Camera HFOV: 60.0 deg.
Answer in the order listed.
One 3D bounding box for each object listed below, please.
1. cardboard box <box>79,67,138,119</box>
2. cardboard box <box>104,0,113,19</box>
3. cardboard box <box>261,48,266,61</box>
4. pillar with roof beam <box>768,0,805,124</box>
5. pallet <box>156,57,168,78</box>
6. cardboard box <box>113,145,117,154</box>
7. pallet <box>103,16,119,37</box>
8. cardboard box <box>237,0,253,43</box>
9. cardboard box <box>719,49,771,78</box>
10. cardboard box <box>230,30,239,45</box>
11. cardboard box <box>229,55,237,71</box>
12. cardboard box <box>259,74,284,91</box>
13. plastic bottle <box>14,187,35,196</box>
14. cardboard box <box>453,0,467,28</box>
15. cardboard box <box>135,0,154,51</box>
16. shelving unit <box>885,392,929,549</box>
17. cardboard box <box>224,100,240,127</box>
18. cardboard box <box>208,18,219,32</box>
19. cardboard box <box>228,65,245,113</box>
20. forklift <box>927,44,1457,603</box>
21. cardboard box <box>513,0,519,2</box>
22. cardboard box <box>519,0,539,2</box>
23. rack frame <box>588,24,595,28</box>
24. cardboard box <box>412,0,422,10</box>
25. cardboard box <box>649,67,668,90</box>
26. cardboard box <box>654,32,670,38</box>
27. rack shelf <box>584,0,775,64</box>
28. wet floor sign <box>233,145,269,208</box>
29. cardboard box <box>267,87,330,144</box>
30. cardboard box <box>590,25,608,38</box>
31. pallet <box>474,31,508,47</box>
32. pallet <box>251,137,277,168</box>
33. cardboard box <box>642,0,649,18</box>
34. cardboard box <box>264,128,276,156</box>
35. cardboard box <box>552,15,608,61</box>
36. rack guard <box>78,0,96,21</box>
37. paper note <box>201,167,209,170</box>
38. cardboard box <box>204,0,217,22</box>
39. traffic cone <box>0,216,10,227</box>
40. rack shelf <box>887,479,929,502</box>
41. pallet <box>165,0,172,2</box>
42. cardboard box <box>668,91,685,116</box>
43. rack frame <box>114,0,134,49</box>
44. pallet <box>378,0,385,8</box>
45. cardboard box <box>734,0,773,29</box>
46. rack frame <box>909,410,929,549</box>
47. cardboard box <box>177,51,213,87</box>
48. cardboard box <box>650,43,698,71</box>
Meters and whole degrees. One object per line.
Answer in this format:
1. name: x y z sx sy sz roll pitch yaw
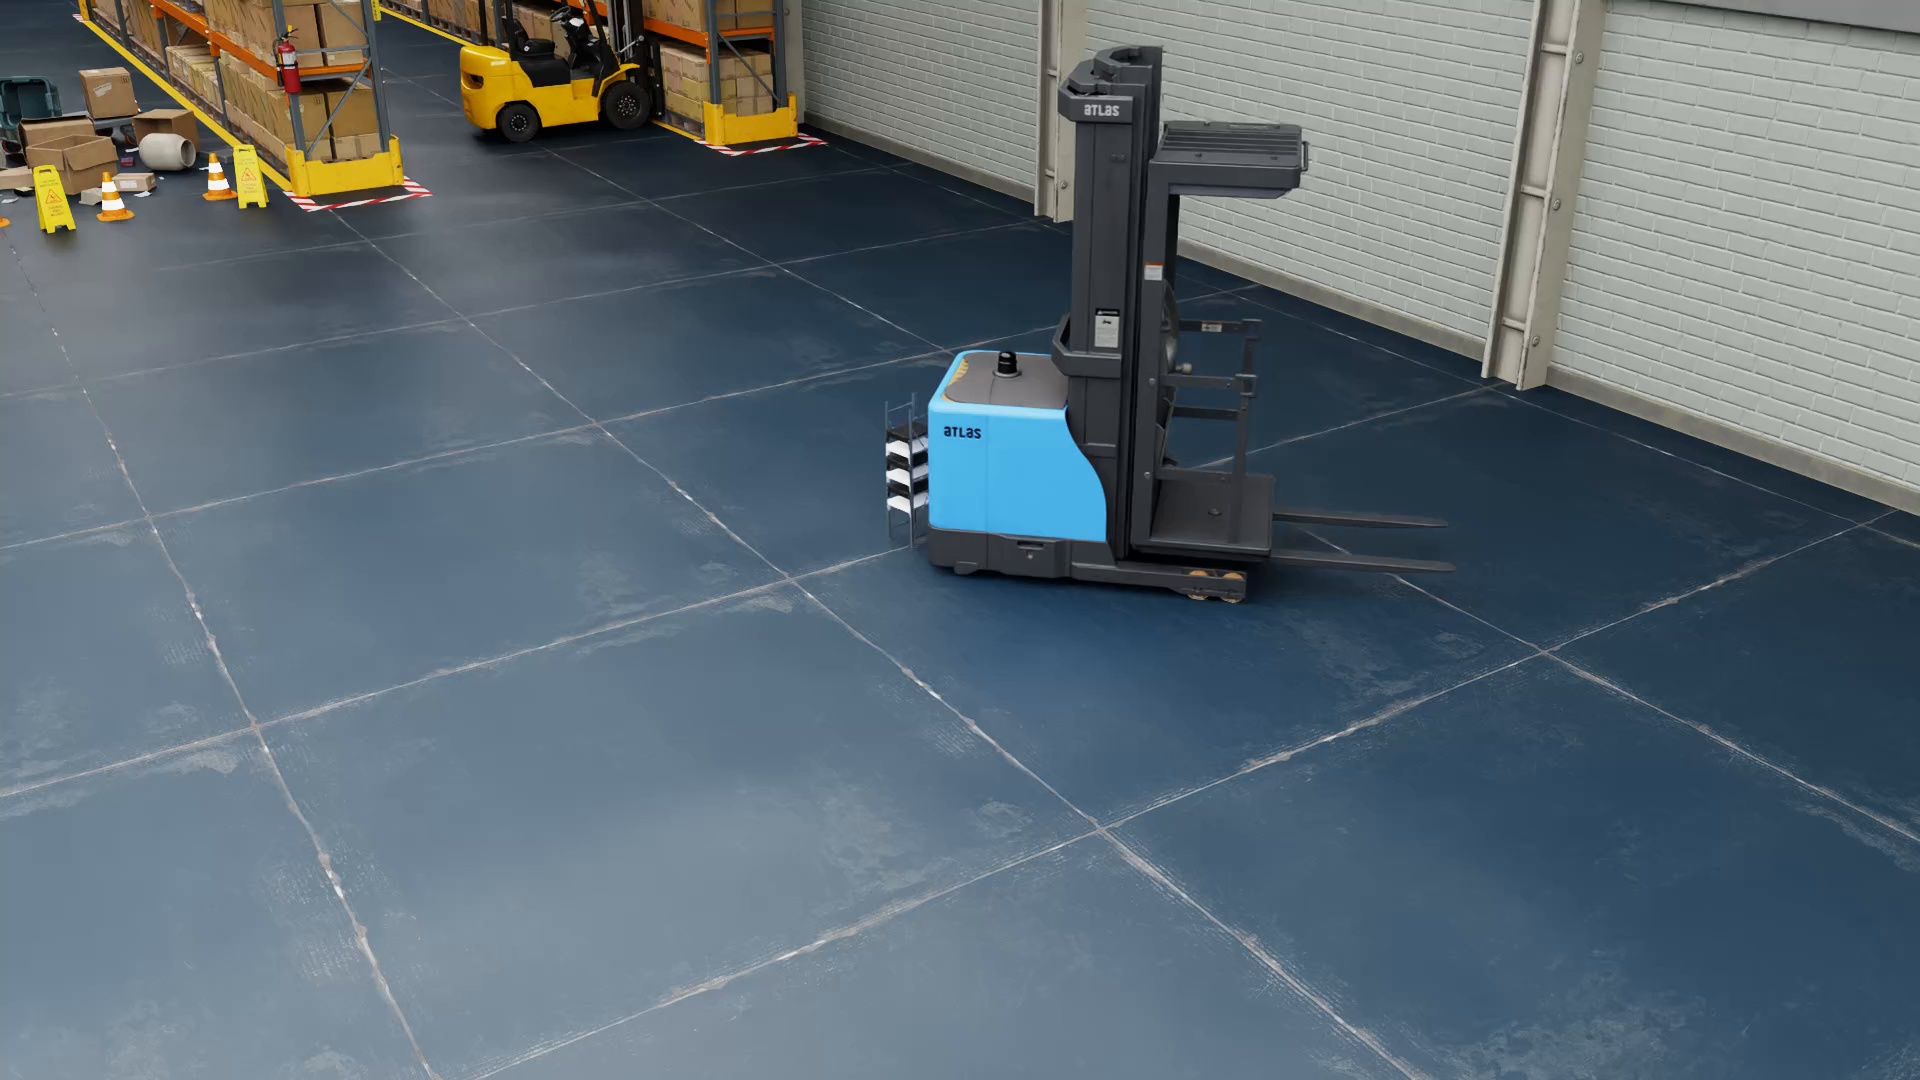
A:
1. cardboard box: -10.450 -5.491 20.408 0.500 0.500 0.500 -16 29 -30
2. cardboard box: -14.575 -9.489 29.347 0.875 0.438 0.875 -15 29 -28
3. cardboard box: -7.528 -5.405 18.480 0.380 0.149 0.250 -16 30 -30
4. pillar with roof beam: -5.867 -8.600 17.927 9.100 9.000 0.400 -16 29 -30
5. pallet: -11.526 -7.173 25.198 1.003 0.211 1.213 -16 29 -30
6. cardboard box: -10.329 -4.676 19.844 0.396 0.266 0.258 7 26 15
7. pallet: -14.362 -9.031 29.134 1.003 0.211 1.213 -16 29 -30
8. cardboard box: -7.858 -5.943 18.860 0.500 0.500 0.500 -16 29 -30
9. cardboard box: -2.739 -6.046 21.102 0.500 0.250 0.500 -16 30 -30
10. cardboard box: -8.382 -5.943 19.620 0.380 0.149 0.250 -15 29 -29
11. cardboard box: -8.579 -5.767 20.043 0.380 0.149 0.250 -14 29 -28
12. cardboard box: -7.704 -5.194 18.829 0.380 0.149 0.250 -15 29 -28
13. plastic bottle: -10.325 -3.845 18.323 0.283 0.061 0.133 18 31 33
14. cardboard box: -8.265 -9.003 28.244 0.500 0.500 0.500 -17 30 -31
15. cardboard box: -12.437 -8.270 26.252 0.875 0.875 0.875 -15 29 -28
16. shelving unit: -0.286 -0.418 10.081 0.210 0.900 0.258 23 33 39
17. cardboard box: -8.879 -5.377 20.855 0.500 0.250 0.500 -17 30 -32
18. cardboard box: -9.072 -6.403 20.594 0.380 0.149 0.250 -16 29 -30
19. cardboard box: -8.577 -5.527 20.295 0.500 0.500 0.500 -14 29 -28
20. forklift: 1.373 -1.214 9.388 3.031 2.935 1.130 5 26 10
21. cardboard box: -7.249 -8.749 27.705 0.500 0.500 0.500 -15 29 -29
22. cardboard box: -7.026 -8.905 27.276 0.380 0.149 0.250 -14 29 -27
23. rack frame: -4.818 -7.862 23.391 1.000 3.000 0.127 -16 29 -30
24. cardboard box: -9.736 -9.755 30.248 0.380 0.149 0.250 -17 30 -31
25. cardboard box: -3.727 -6.067 21.731 0.500 0.250 0.500 -16 30 -31
26. cardboard box: -3.834 -6.768 22.631 0.500 0.250 0.500 -15 29 -29
27. rack shelf: -3.727 -6.822 22.029 1.077 0.370 4.000 -16 29 -30
28. wet floor sign: -7.584 -3.891 17.737 0.267 0.644 0.232 -6 26 -12
29. cardboard box: -7.447 -4.785 18.722 0.500 0.500 0.500 -15 29 -29
30. cardboard box: -4.817 -7.015 23.153 0.500 0.250 0.500 -16 30 -30
31. pallet: -7.378 -8.308 27.601 1.003 0.211 1.213 -16 29 -30
32. pallet: -7.909 -4.774 20.116 1.003 0.211 1.213 -16 29 -30
33. cardboard box: -3.963 -7.140 21.743 0.500 0.500 0.500 -15 29 -29
34. cardboard box: -7.734 -4.633 19.280 0.500 0.250 0.500 -15 29 -29
35. cardboard box: -5.530 -7.442 24.790 0.875 0.625 0.625 -16 30 -30
36. rack guard: -15.539 -9.874 30.581 1.175 0.500 0.348 -16 29 -30
37. paper note: -8.785 -4.350 19.428 0.148 0.019 0.142 18 31 33
38. cardboard box: -8.969 -6.661 20.382 0.500 0.500 0.500 -16 29 -30
39. traffic cone: -9.984 -3.457 17.032 0.336 0.463 0.334 -16 29 -30
40. rack shelf: -0.286 -0.306 10.133 0.200 0.077 0.258 23 33 39
41. pallet: -10.681 -7.818 23.522 1.213 0.211 1.003 -16 29 -30
42. cardboard box: -3.420 -5.652 21.439 0.500 0.250 0.500 -16 29 -30
43. rack frame: -13.342 -9.566 26.999 1.000 3.000 0.127 -16 29 -30
44. pallet: -10.892 -10.581 32.417 1.003 0.211 1.213 -16 29 -30
45. cardboard box: -2.673 -6.719 20.851 0.500 0.500 0.500 -14 29 -28
46. rack frame: -0.214 -0.387 10.016 0.006 0.900 0.240 23 33 39
47. cardboard box: -10.449 -6.670 23.451 0.950 0.372 0.625 -16 30 -31
48. cardboard box: -3.715 -6.282 21.600 0.500 0.250 0.500 -15 29 -29
